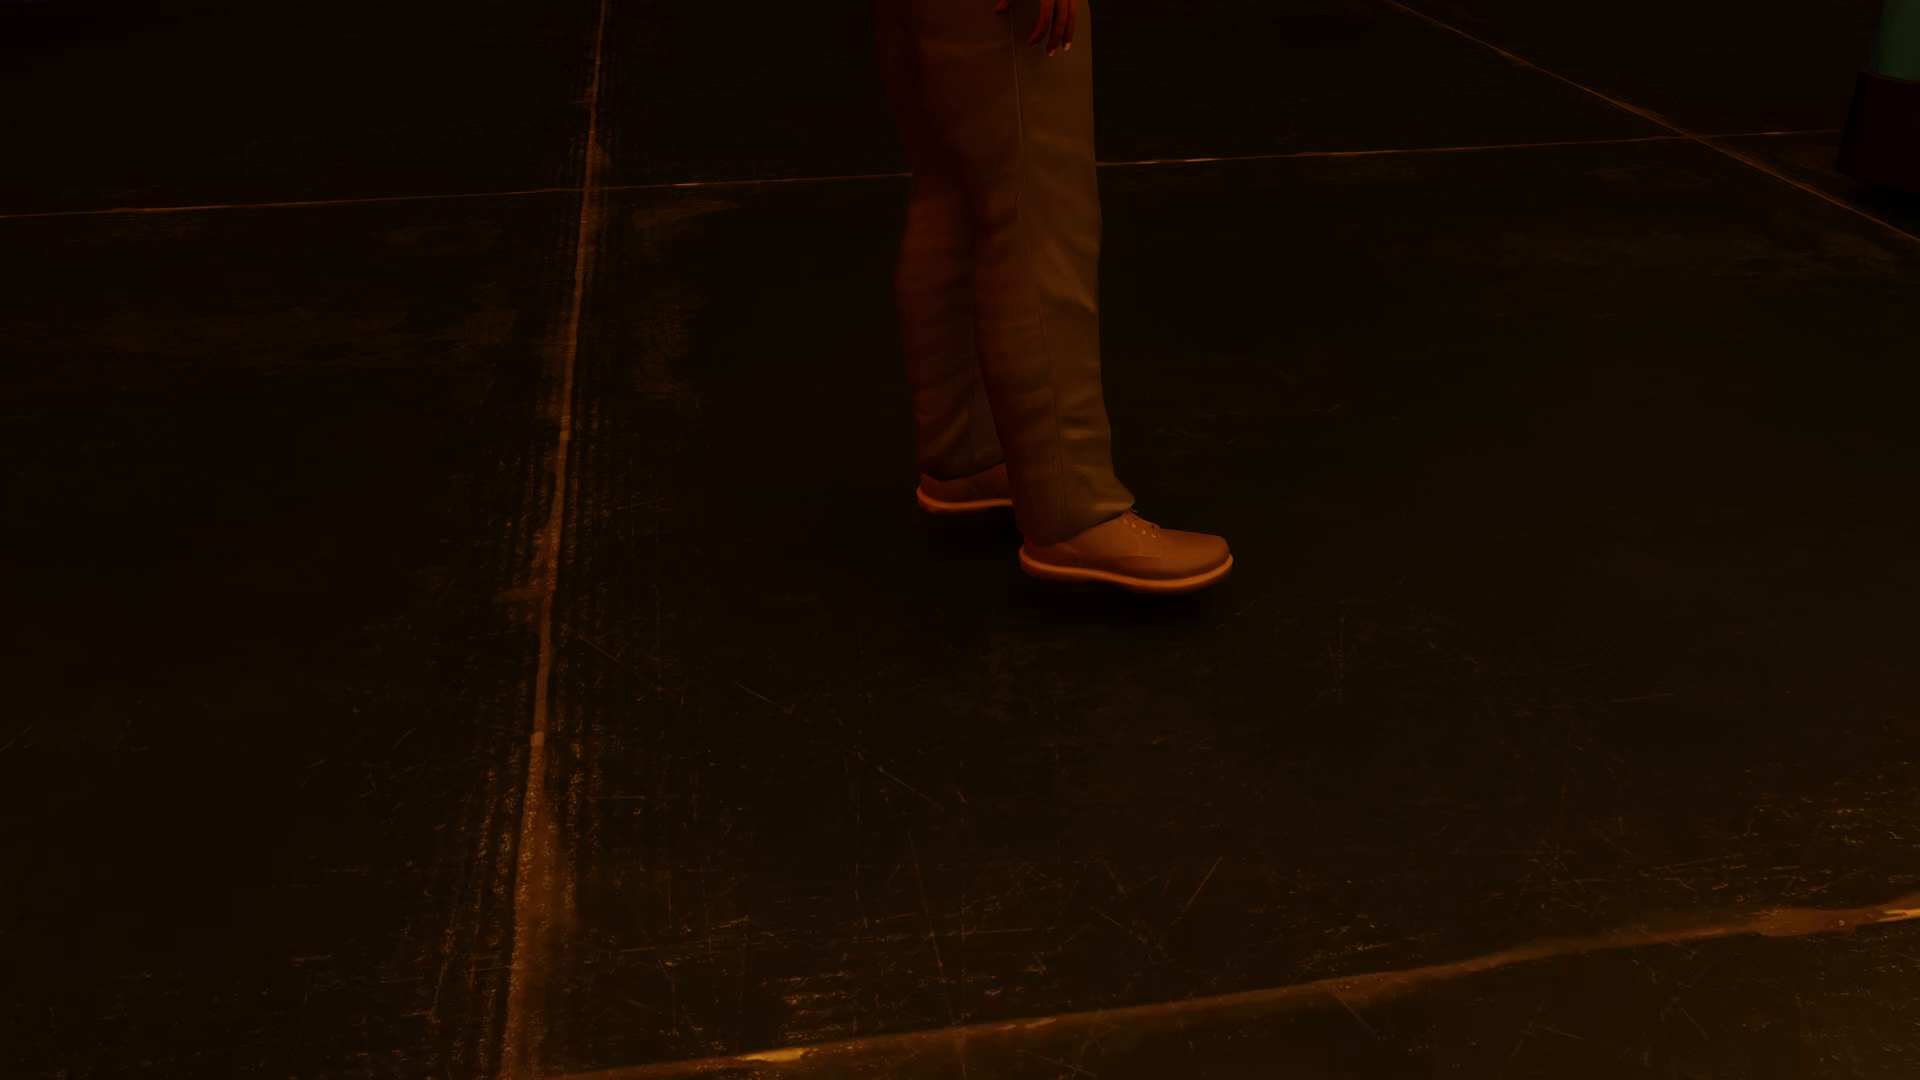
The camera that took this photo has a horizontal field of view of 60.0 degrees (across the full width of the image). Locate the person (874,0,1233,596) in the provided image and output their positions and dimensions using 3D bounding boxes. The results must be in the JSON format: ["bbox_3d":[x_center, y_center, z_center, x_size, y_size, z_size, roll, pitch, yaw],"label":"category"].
[{"bbox_3d":[0.089,-0.770,2.086,0.504,1.654,0.569,-5,28,-9],"label":"person"}]

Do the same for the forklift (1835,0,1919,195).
[{"bbox_3d":[3.652,-2.295,3.698,3.031,2.935,1.130,-16,32,-27],"label":"forklift"}]
